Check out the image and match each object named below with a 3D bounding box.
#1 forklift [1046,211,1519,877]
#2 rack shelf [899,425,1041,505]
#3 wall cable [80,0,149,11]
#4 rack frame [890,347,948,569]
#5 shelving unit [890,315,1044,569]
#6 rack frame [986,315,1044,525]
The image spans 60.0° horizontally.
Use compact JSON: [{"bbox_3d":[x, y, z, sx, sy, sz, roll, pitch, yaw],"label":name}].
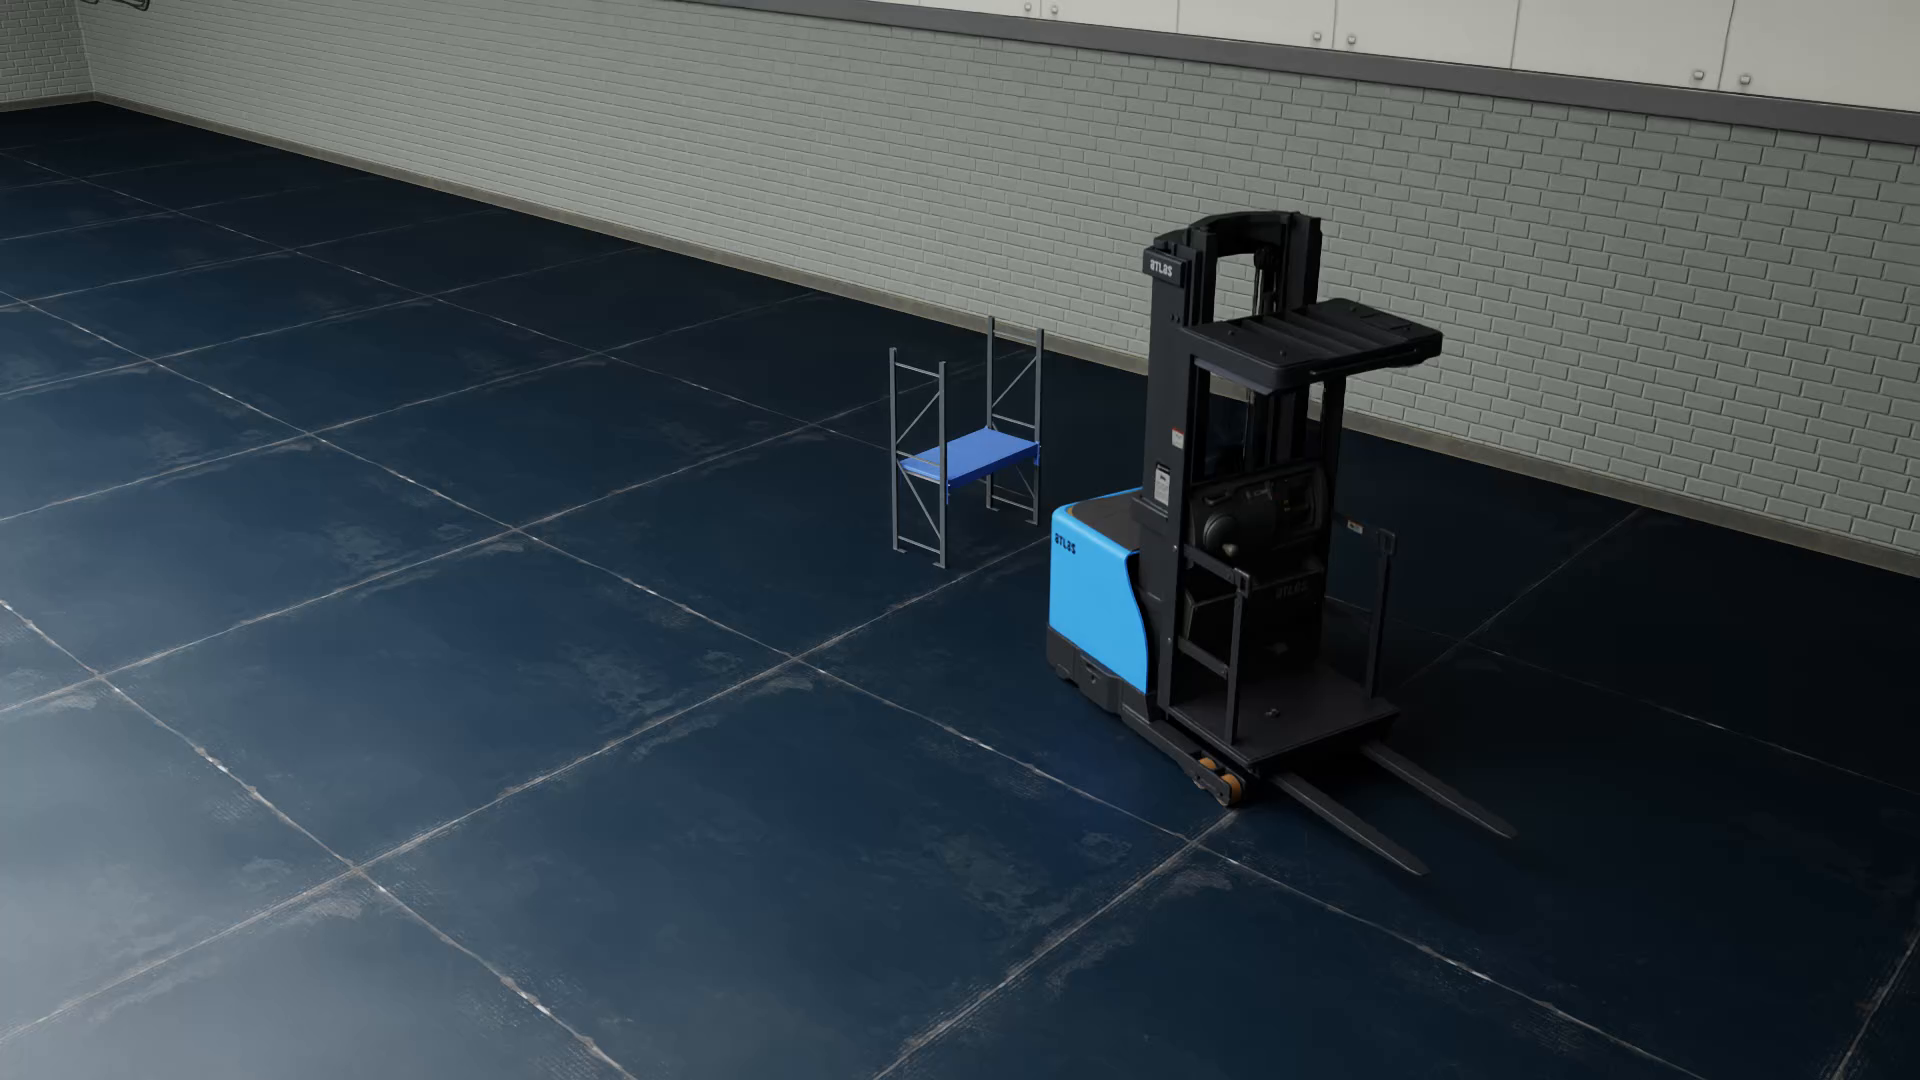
[{"bbox_3d":[1.714,-0.134,8.764,1.130,2.935,3.031,-14,28,-28],"label":"forklift"},{"bbox_3d":[0.057,-0.546,11.874,0.538,0.185,1.000,20,31,38],"label":"rack shelf"},{"bbox_3d":[-14.192,-10.039,27.235,3.097,2.526,0.112,20,31,38],"label":"wall cable"},{"bbox_3d":[-0.282,-0.555,11.455,0.500,1.500,0.032,20,31,38],"label":"rack frame"},{"bbox_3d":[0.057,-0.710,11.800,0.538,1.500,1.048,20,31,38],"label":"shelving unit"},{"bbox_3d":[0.396,-0.865,12.146,0.500,1.500,0.032,20,31,38],"label":"rack frame"}]
